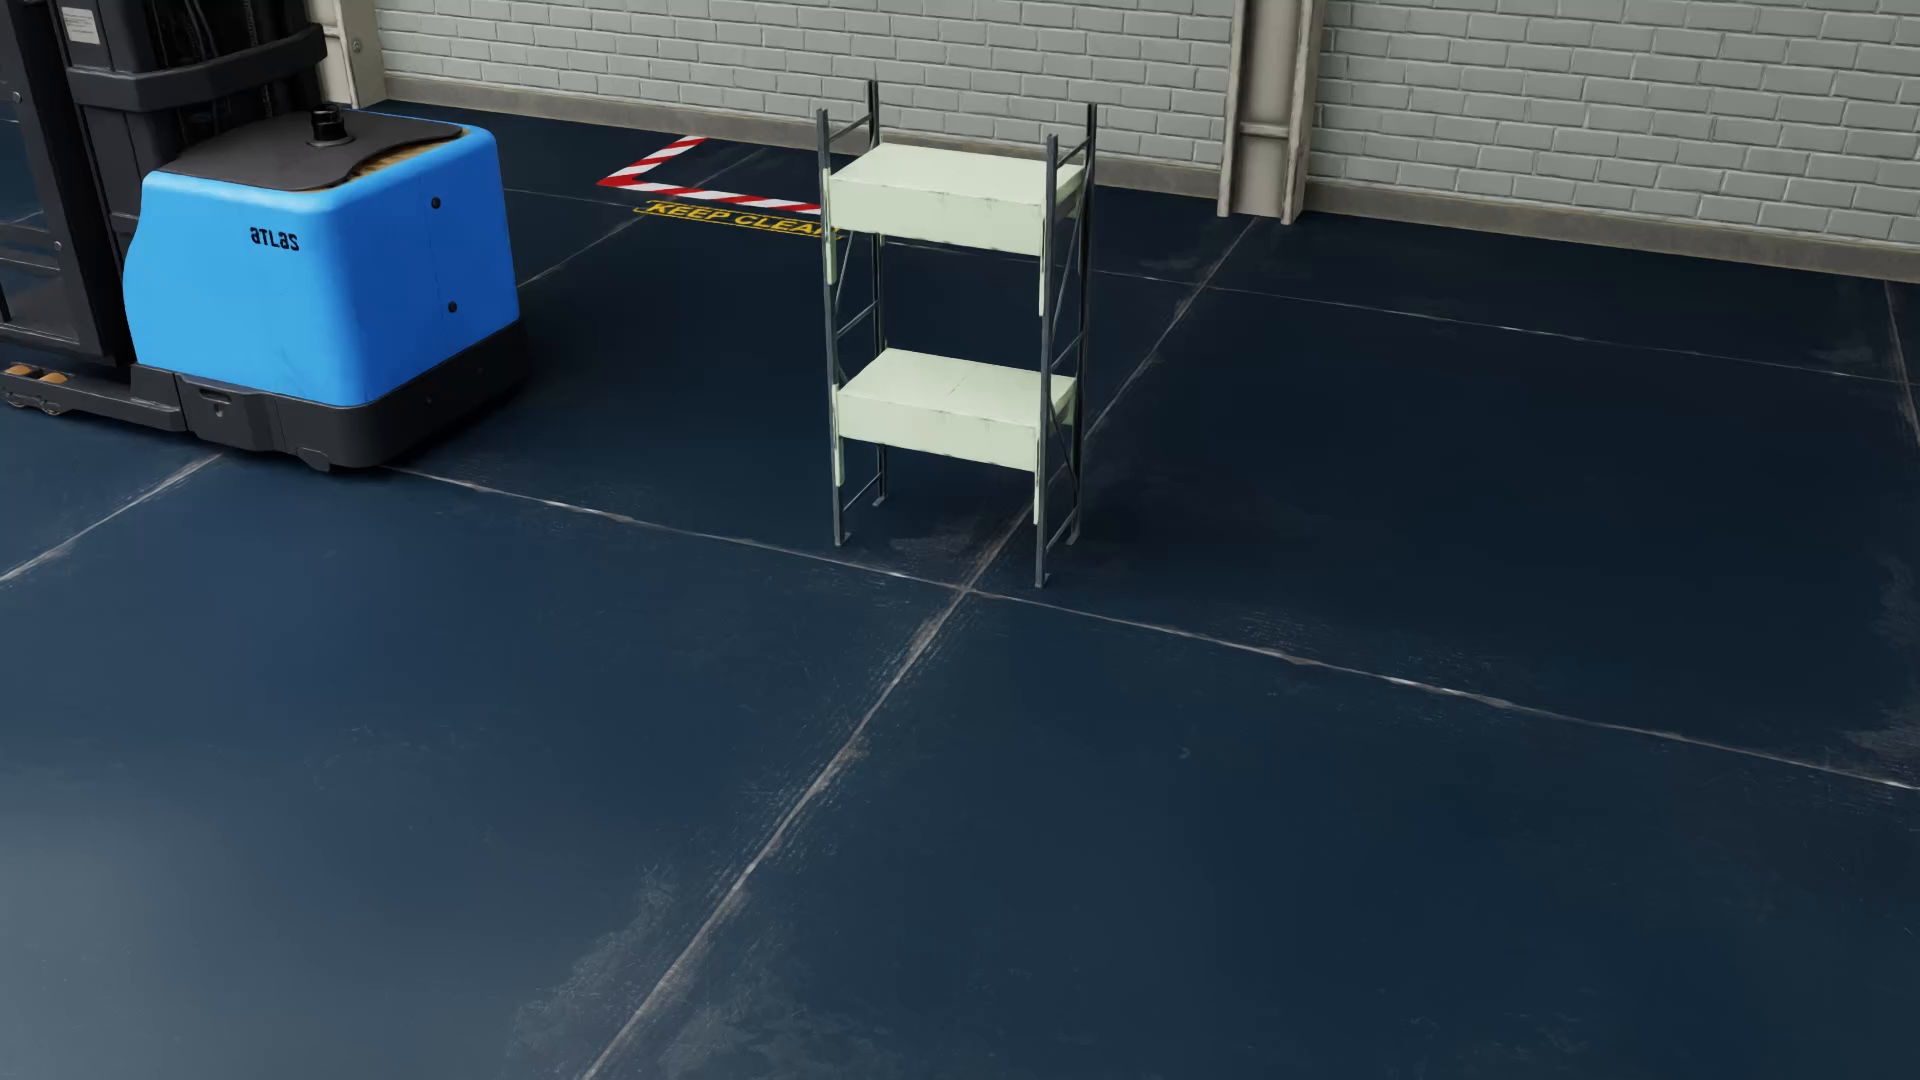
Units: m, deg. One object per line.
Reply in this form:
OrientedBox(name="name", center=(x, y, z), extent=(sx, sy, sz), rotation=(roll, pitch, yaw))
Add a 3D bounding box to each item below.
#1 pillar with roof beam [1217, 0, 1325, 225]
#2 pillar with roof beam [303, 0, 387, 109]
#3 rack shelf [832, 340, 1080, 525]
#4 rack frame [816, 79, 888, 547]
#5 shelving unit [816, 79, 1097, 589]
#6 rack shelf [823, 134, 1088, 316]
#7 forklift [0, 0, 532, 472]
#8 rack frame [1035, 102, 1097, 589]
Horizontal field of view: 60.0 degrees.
OrientedBox(name="pillar with roof beam", center=(-0.022, -3.700, 3.151), extent=(0.400, 9.000, 9.100), rotation=(11, 31, 19))
OrientedBox(name="pillar with roof beam", center=(-5.582, -4.810, 5.115), extent=(0.400, 9.000, 9.100), rotation=(11, 31, 19))
OrientedBox(name="rack shelf", center=(-0.006, -0.370, 5.544), extent=(0.720, 0.370, 0.431), rotation=(11, 31, 19))
OrientedBox(name="rack frame", center=(-0.345, -0.722, 5.503), extent=(0.023, 1.500, 0.400), rotation=(11, 31, 19))
OrientedBox(name="shelving unit", center=(-0.006, -0.654, 5.383), extent=(0.755, 1.500, 0.431), rotation=(11, 31, 19))
OrientedBox(name="rack shelf", center=(-0.006, -0.994, 5.191), extent=(0.720, 0.370, 0.431), rotation=(11, 31, 19))
OrientedBox(name="forklift", center=(-3.324, -1.995, 6.301), extent=(3.031, 2.935, 1.130), rotation=(12, 32, 21))
OrientedBox(name="rack frame", center=(0.333, -0.586, 5.263), extent=(0.023, 1.500, 0.400), rotation=(11, 31, 19))
